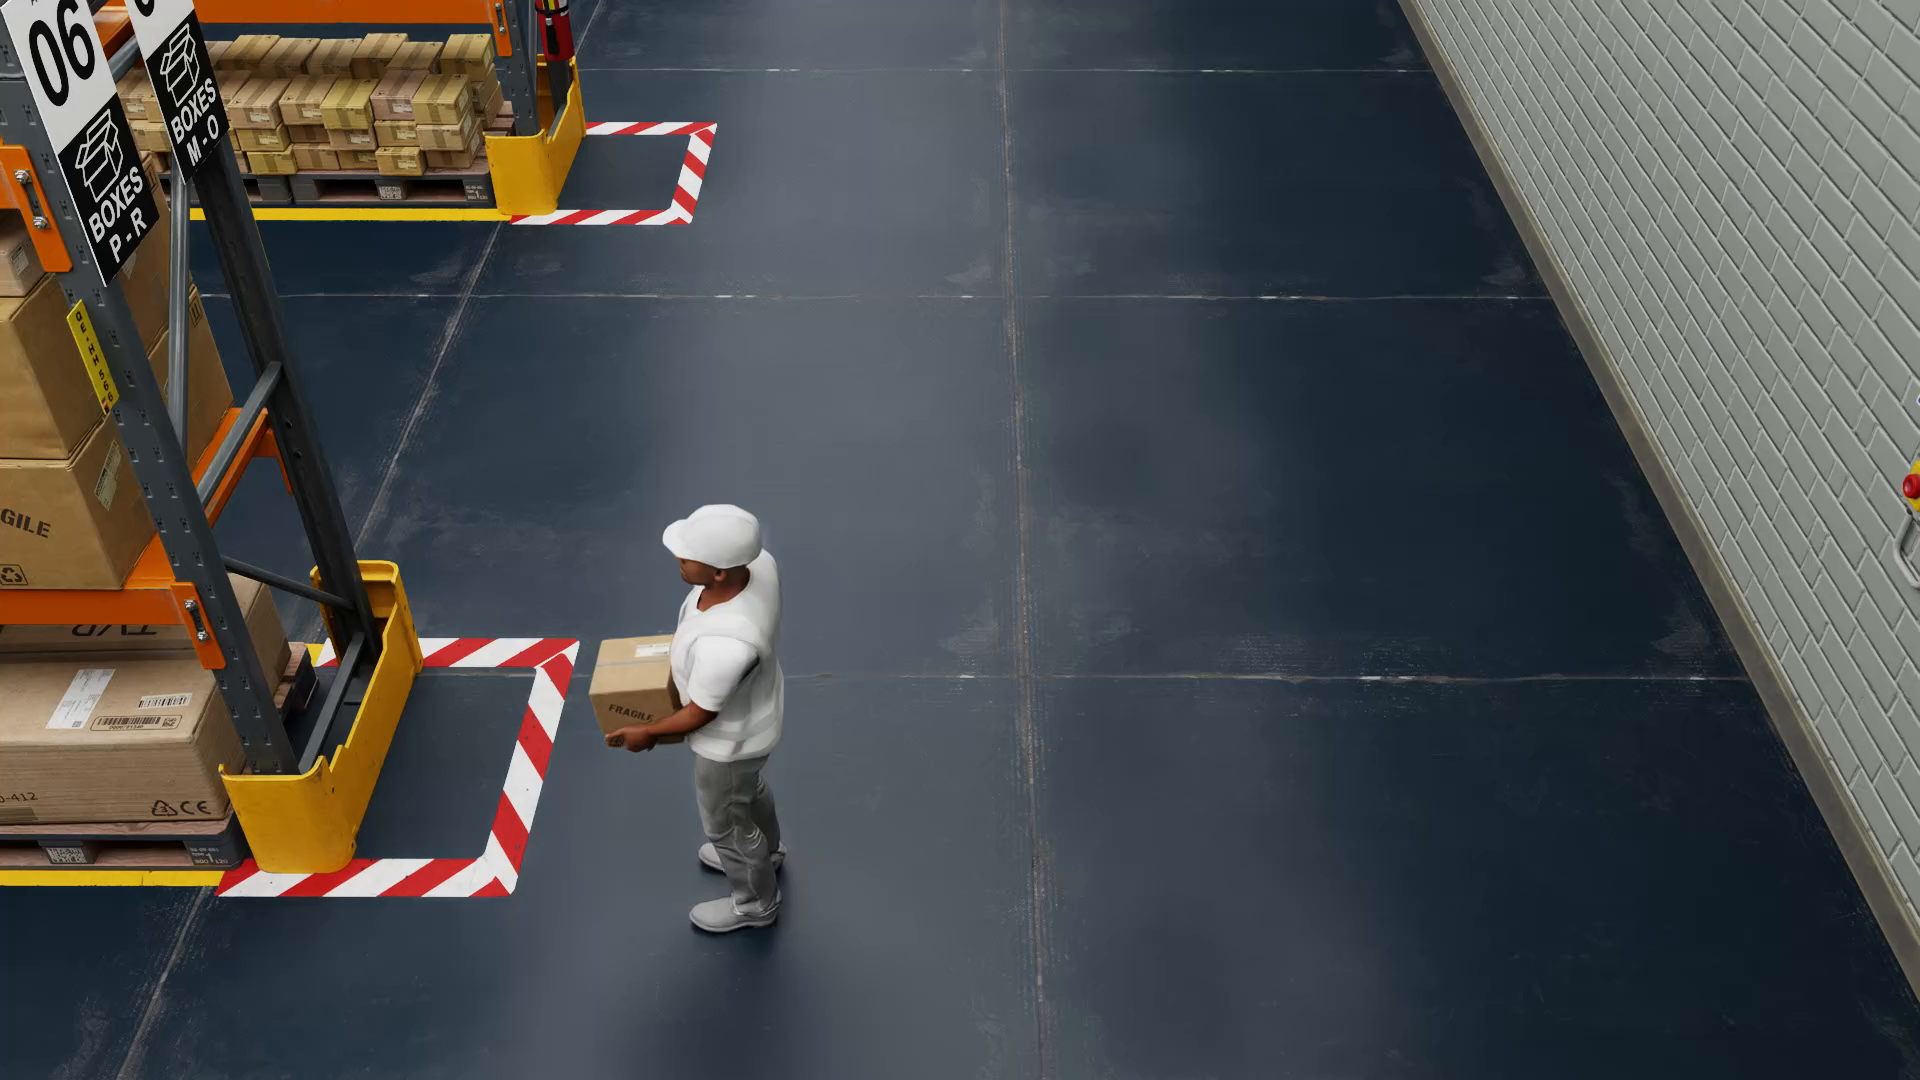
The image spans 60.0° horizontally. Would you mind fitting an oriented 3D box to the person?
[{"bbox_3d":[-0.840,0.588,5.419,0.567,1.769,0.528,0,39,0],"label":"person"}]
